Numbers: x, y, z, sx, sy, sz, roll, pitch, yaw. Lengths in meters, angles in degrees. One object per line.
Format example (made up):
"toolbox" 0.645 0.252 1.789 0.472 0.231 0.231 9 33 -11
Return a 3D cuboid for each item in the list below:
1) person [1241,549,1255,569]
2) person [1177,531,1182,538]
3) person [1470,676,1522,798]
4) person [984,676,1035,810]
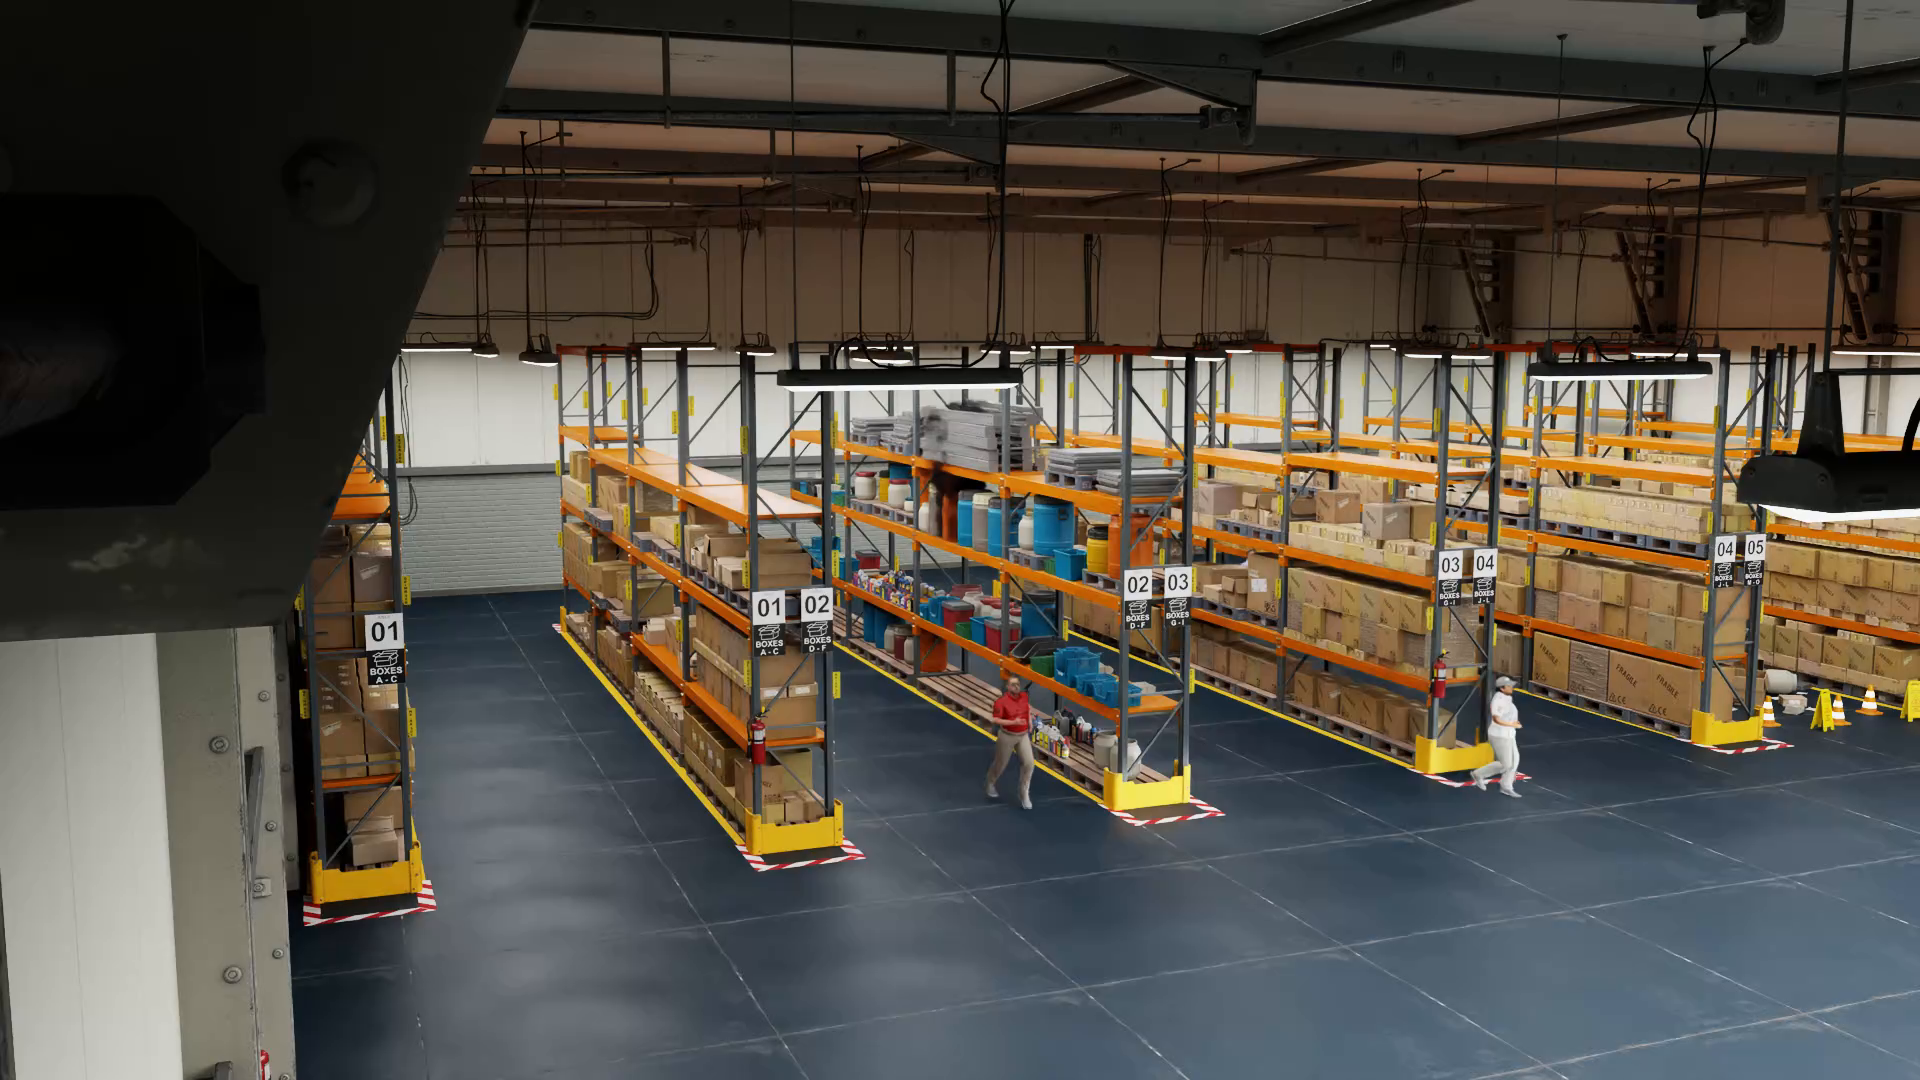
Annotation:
"person" 6.189 1.016 35.279 0.612 1.634 0.852 -3 8 -24
"person" 5.617 0.234 41.580 0.614 1.641 0.749 -1 7 -11
"person" 7.302 2.675 22.574 0.667 1.678 0.603 3 8 24
"person" 0.695 2.678 22.193 0.671 1.787 0.925 -4 8 -26
